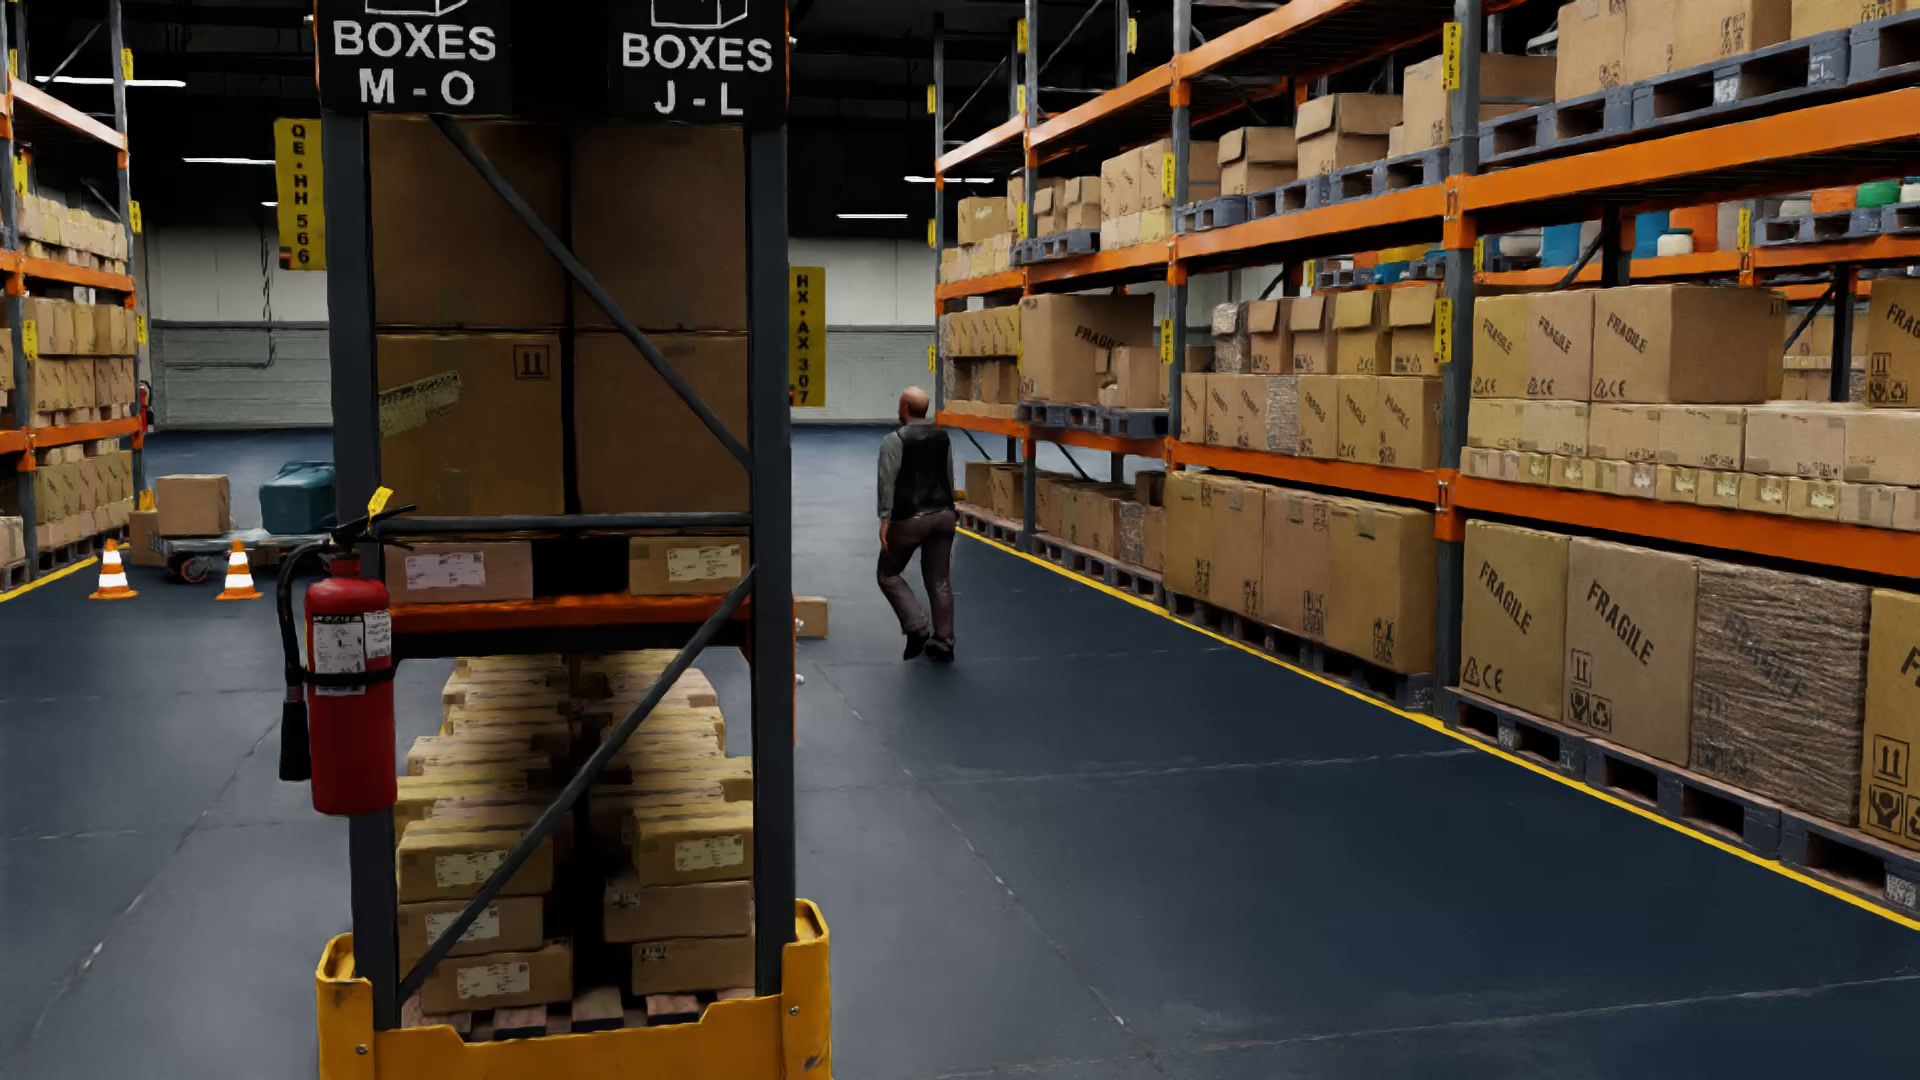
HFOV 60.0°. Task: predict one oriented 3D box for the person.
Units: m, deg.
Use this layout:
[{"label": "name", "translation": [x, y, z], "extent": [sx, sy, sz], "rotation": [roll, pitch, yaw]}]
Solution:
[{"label": "person", "translation": [-0.276, -0.093, 10.471], "extent": [0.586, 1.733, 0.487], "rotation": [-4, 7, -34]}]
